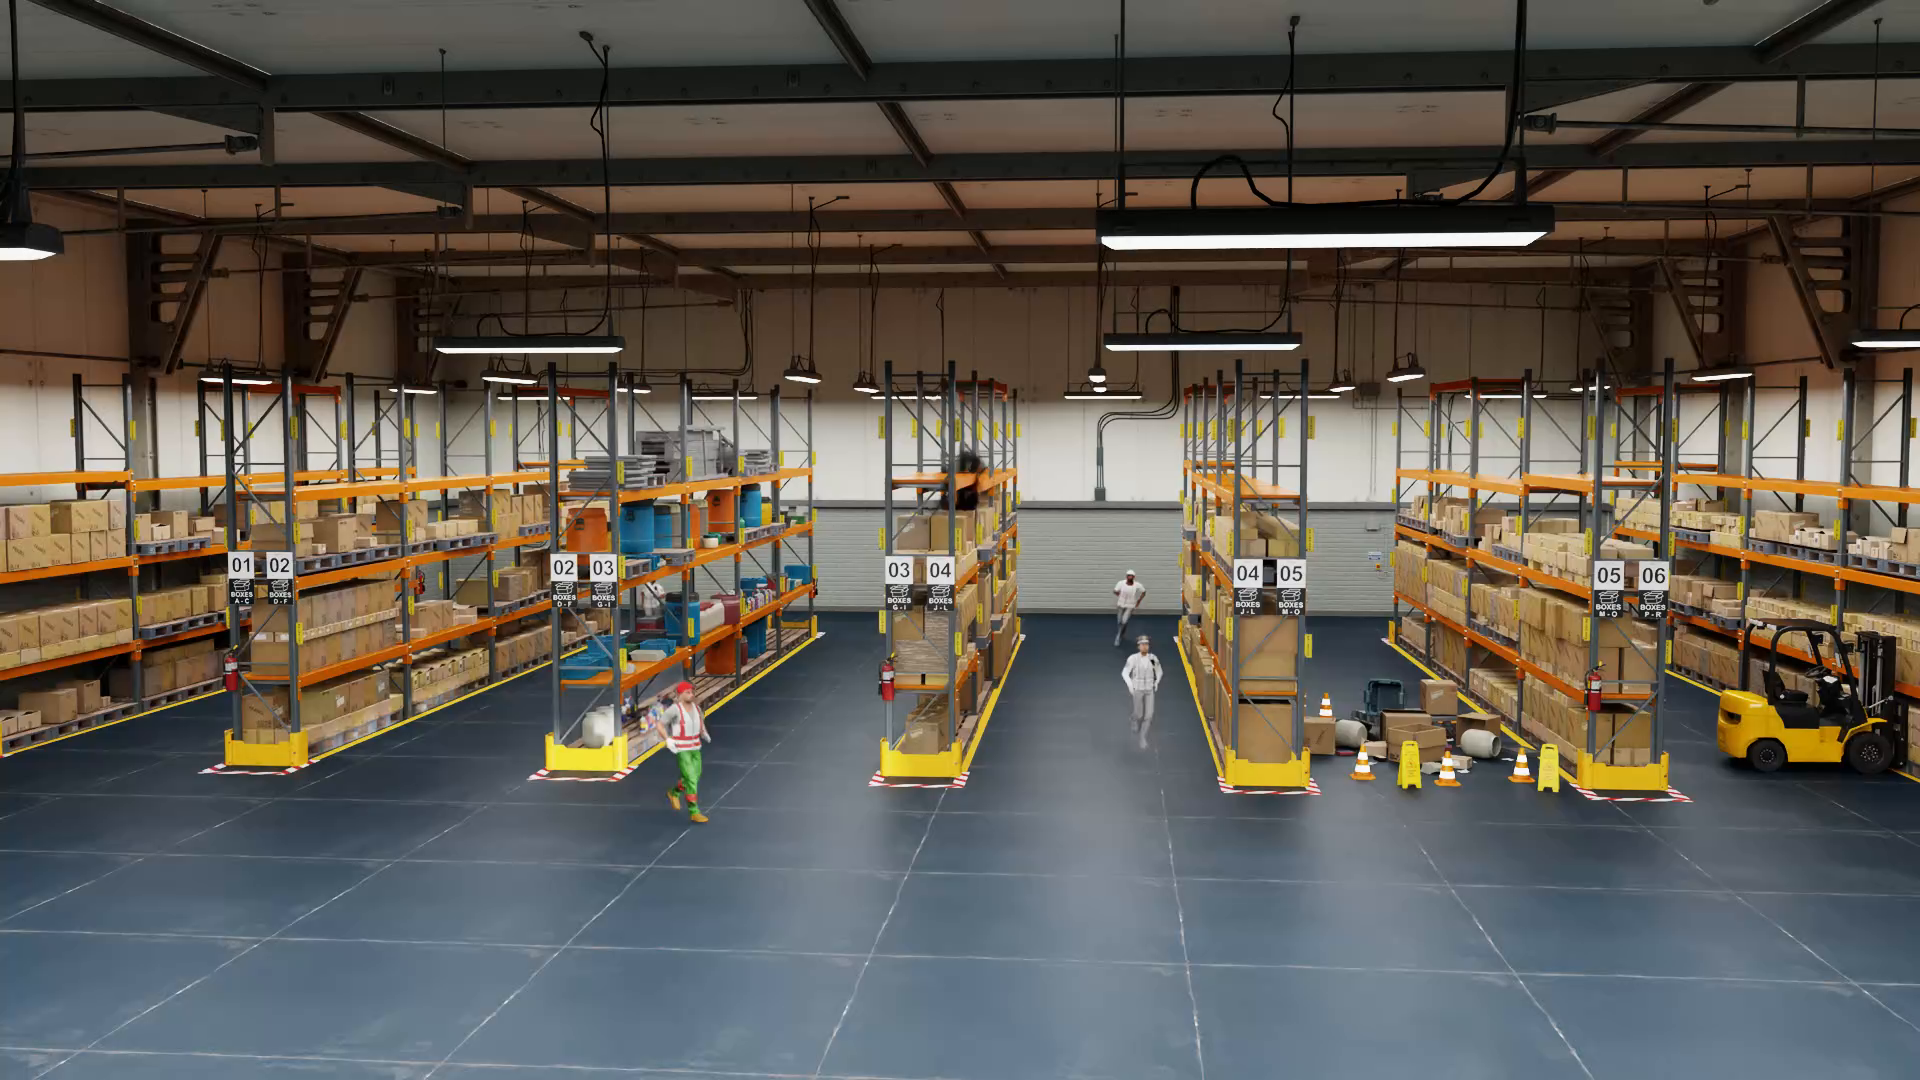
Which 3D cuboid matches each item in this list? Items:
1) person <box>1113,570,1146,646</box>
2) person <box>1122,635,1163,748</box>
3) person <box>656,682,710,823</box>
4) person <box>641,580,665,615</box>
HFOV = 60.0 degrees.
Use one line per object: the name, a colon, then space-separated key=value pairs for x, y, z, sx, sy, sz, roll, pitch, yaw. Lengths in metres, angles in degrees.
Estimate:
person: x=3.932 y=1.579 z=38.905 sx=0.702 sy=1.787 sz=0.760 roll=2 pitch=4 yaw=25
person: x=2.756 y=2.259 z=25.062 sx=0.625 sy=1.678 sz=0.587 roll=0 pitch=4 yaw=-6
person: x=-3.542 y=2.698 z=21.375 sx=0.849 sy=1.770 sz=0.677 roll=3 pitch=5 yaw=40
person: x=-7.180 y=1.577 z=38.861 sx=0.575 sy=1.683 sz=0.902 roll=0 pitch=4 yaw=-4
